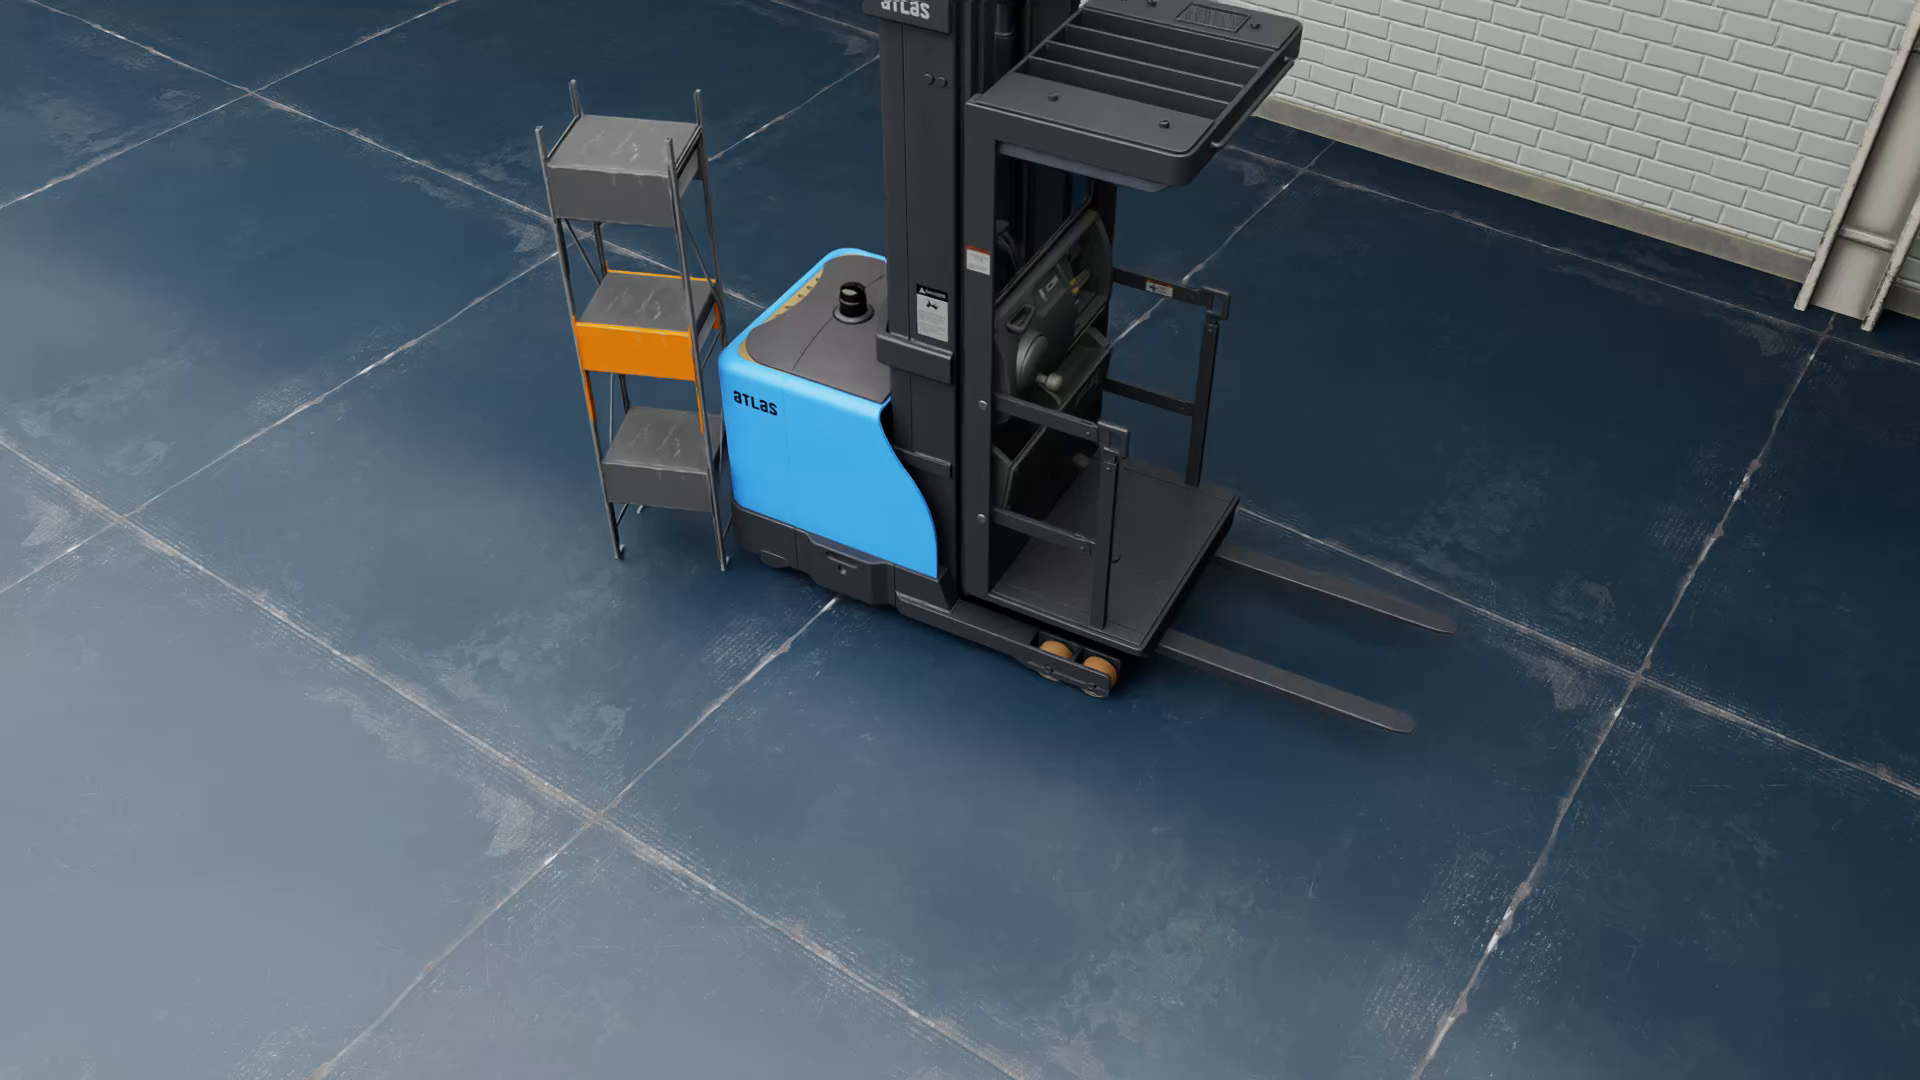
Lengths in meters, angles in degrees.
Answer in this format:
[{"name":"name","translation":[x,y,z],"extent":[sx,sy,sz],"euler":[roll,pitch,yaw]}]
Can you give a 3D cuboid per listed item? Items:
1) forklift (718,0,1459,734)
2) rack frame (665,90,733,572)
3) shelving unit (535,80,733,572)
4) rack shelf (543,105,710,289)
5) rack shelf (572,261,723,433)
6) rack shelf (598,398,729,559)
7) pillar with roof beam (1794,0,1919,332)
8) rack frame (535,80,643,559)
[{"name":"forklift","translation":[0.544,-0.860,6.261],"extent":[3.031,2.935,1.130],"euler":[20,45,21]},{"name":"rack frame","translation":[-1.014,-0.775,6.790],"extent":[0.015,2.100,0.400],"euler":[6,42,7]},{"name":"shelving unit","translation":[-1.254,-0.802,6.820],"extent":[0.503,2.100,0.431],"euler":[6,42,7]},{"name":"rack shelf","translation":[-1.254,-1.313,6.362],"extent":[0.480,0.518,0.431],"euler":[6,42,7]},{"name":"rack shelf","translation":[-1.254,-0.791,6.829],"extent":[0.480,0.518,0.431],"euler":[6,42,7]},{"name":"rack shelf","translation":[-1.254,-0.270,7.295],"extent":[0.480,0.518,0.431],"euler":[6,42,7]},{"name":"pillar with roof beam","translation":[2.233,-2.253,3.267],"extent":[0.400,9.000,9.100],"euler":[25,48,25]},{"name":"rack frame","translation":[-1.495,-0.828,6.849],"extent":[0.015,2.100,0.400],"euler":[6,42,7]}]
